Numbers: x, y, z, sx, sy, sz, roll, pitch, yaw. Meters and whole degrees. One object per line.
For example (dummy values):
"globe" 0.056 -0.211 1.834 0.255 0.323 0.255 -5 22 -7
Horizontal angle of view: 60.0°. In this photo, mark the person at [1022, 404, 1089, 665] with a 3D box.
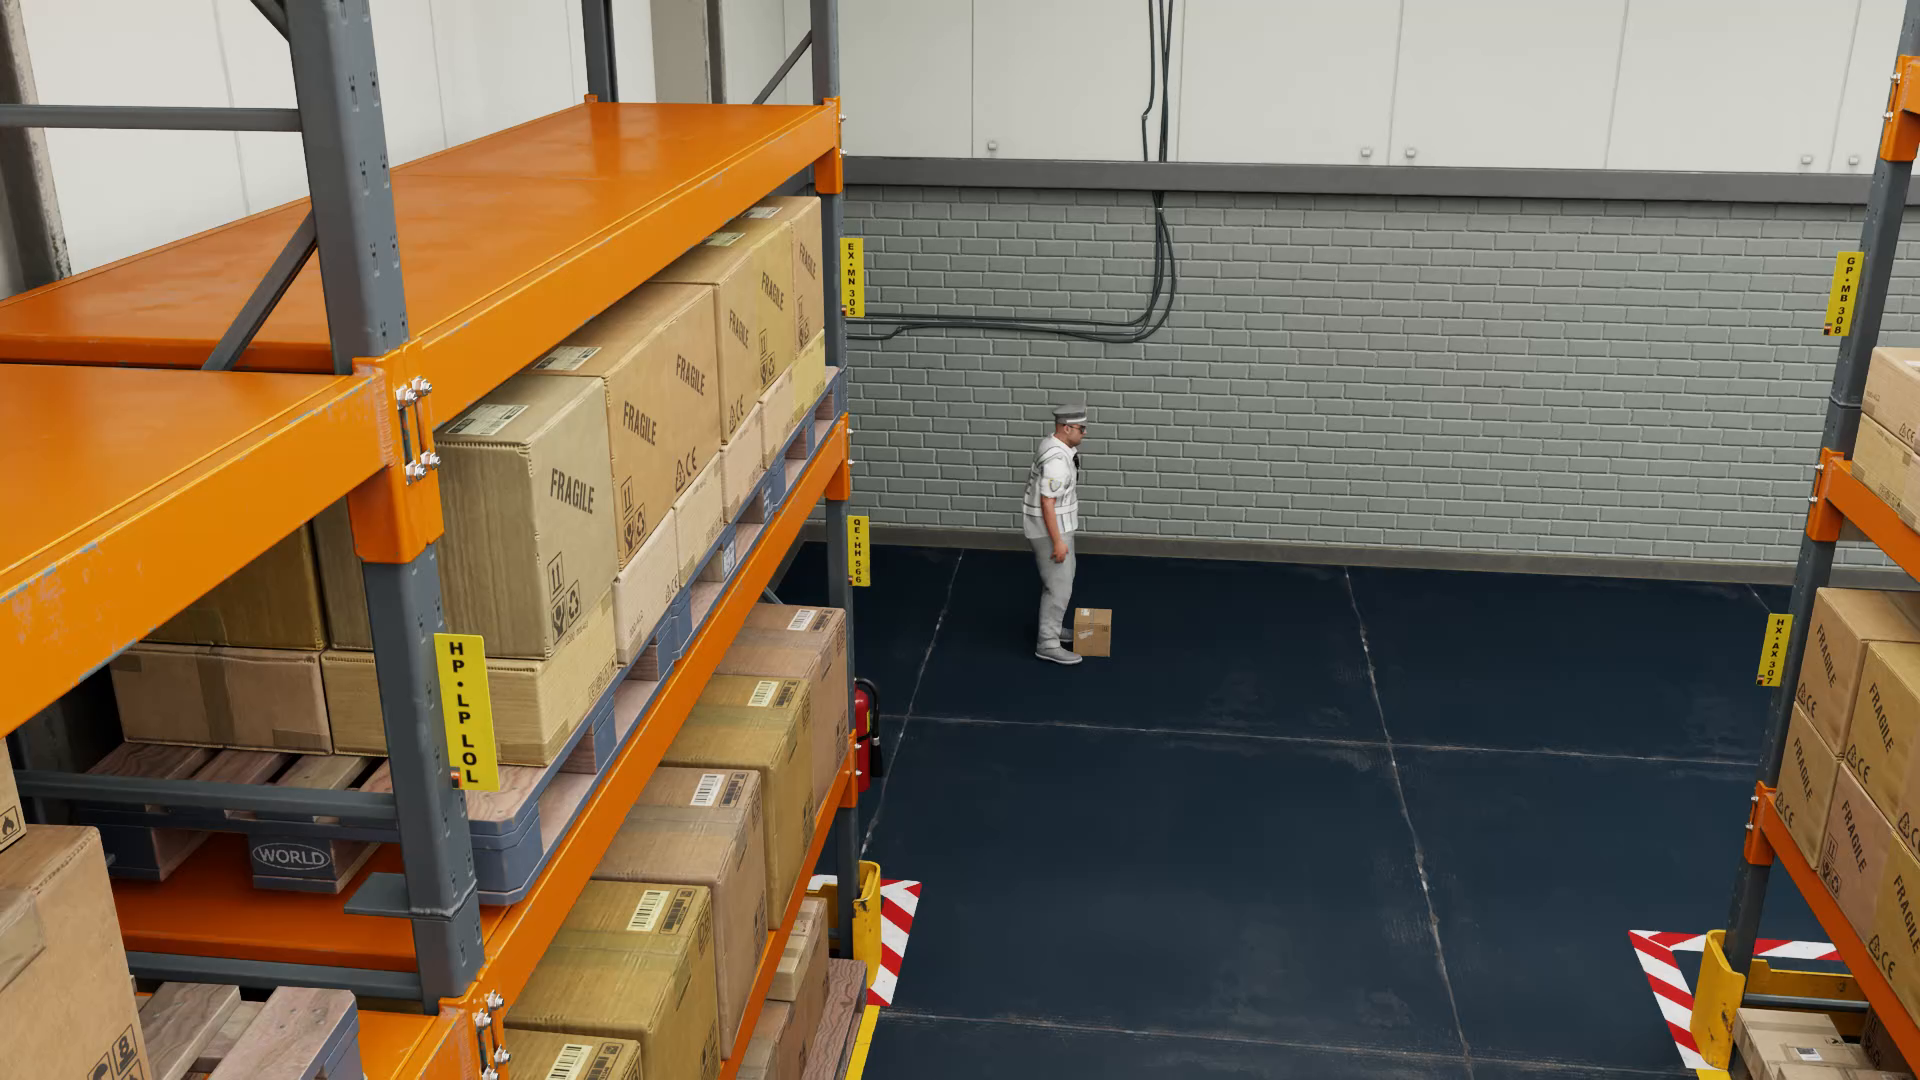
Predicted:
"person" 0.642 -0.069 11.251 0.439 1.748 0.586 3 21 7
